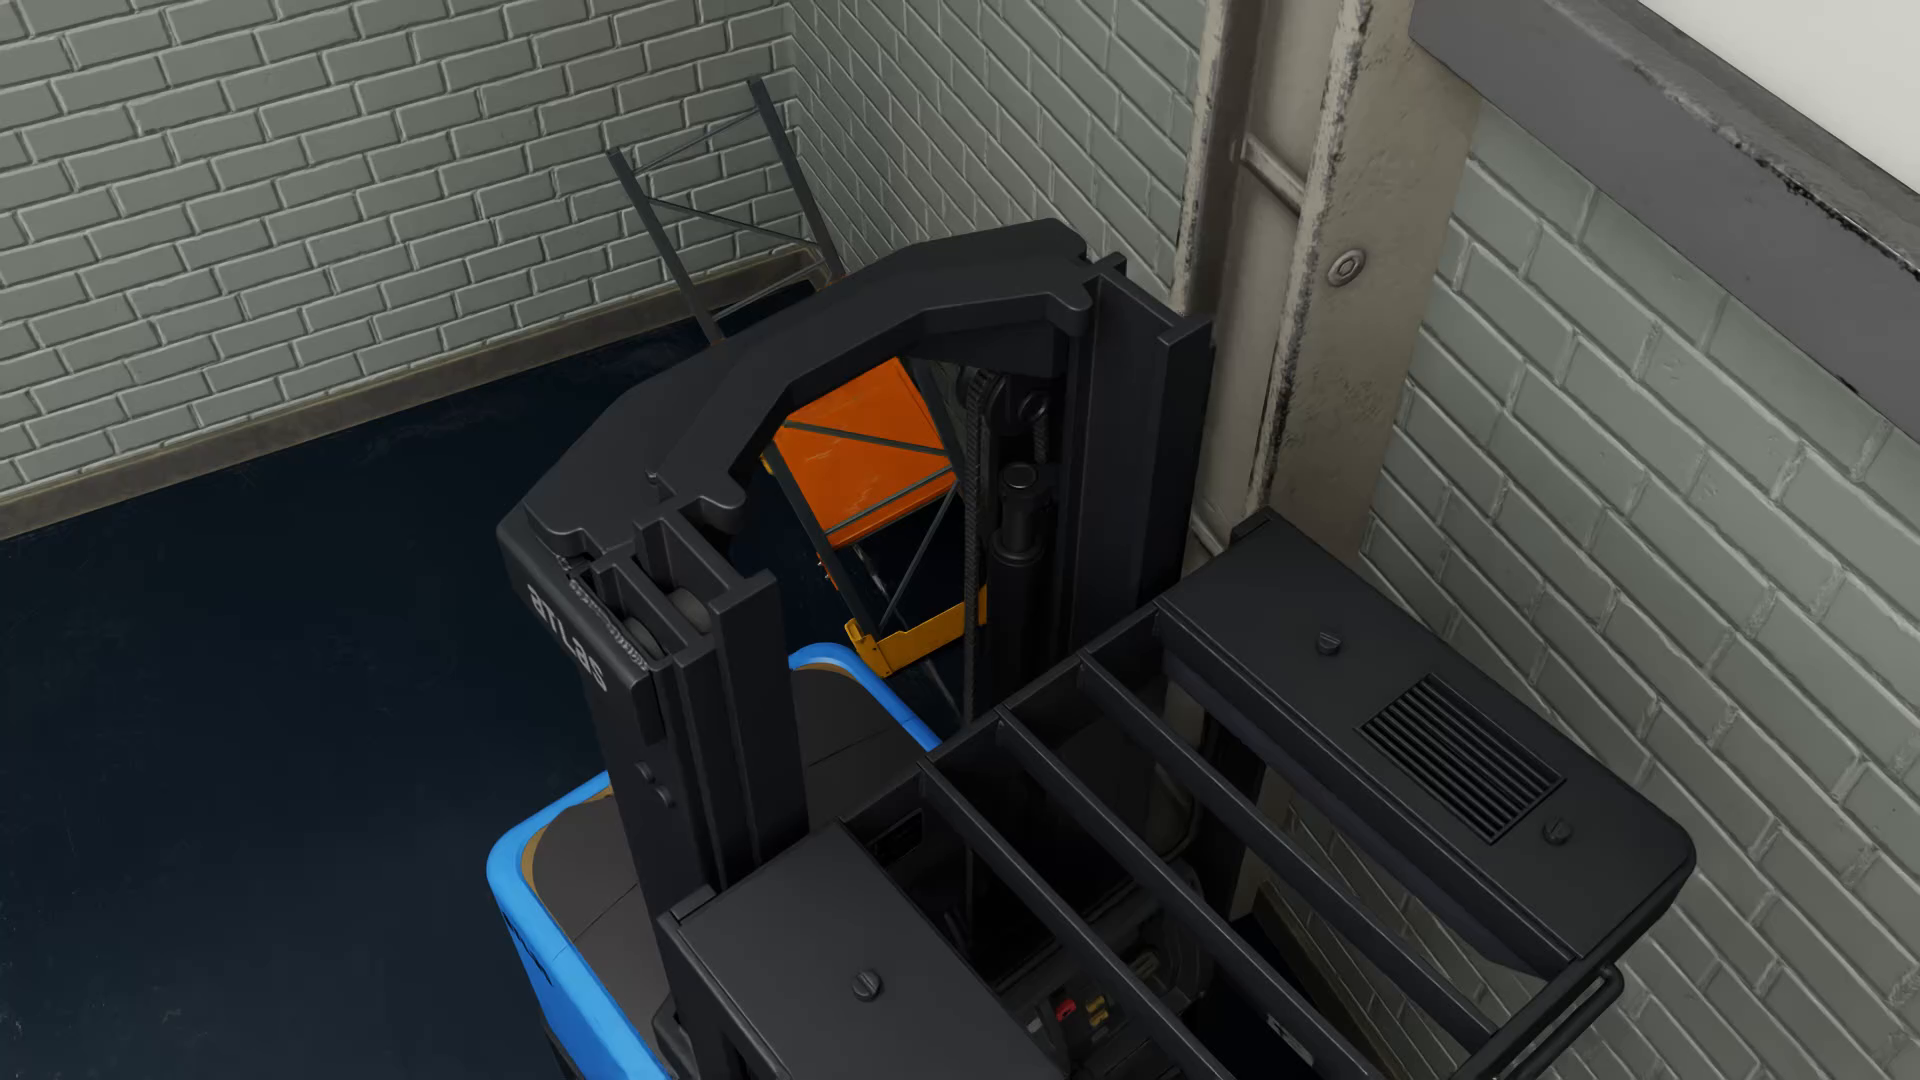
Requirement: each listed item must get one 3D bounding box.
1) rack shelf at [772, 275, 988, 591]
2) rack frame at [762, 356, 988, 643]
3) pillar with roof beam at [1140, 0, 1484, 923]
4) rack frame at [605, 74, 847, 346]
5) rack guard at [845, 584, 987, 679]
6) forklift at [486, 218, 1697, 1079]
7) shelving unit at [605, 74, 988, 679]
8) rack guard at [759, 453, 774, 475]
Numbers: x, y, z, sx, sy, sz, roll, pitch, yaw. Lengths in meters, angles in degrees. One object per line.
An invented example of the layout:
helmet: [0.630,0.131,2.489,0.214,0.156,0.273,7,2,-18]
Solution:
rack shelf: [-0.367,-0.360,5.230,0.538,0.185,1.000,-28,53,-4]
rack frame: [-0.203,-0.112,4.780,0.500,1.500,0.032,-28,53,-4]
pillar with roof beam: [-3.180,-0.498,0.207,9.100,9.000,0.400,-21,52,-18]
rack frame: [-0.618,-0.809,5.393,0.500,1.500,0.032,-28,53,-4]
rack guard: [-0.061,0.223,5.289,0.587,0.250,0.087,-28,53,-4]
forklift: [0.240,1.058,2.877,1.130,2.935,3.031,-32,56,-25]
shelving unit: [-0.414,-0.466,5.092,0.587,1.500,1.083,-28,53,-4]
rack guard: [-0.467,-0.460,5.890,0.587,0.250,0.087,-28,53,-4]
